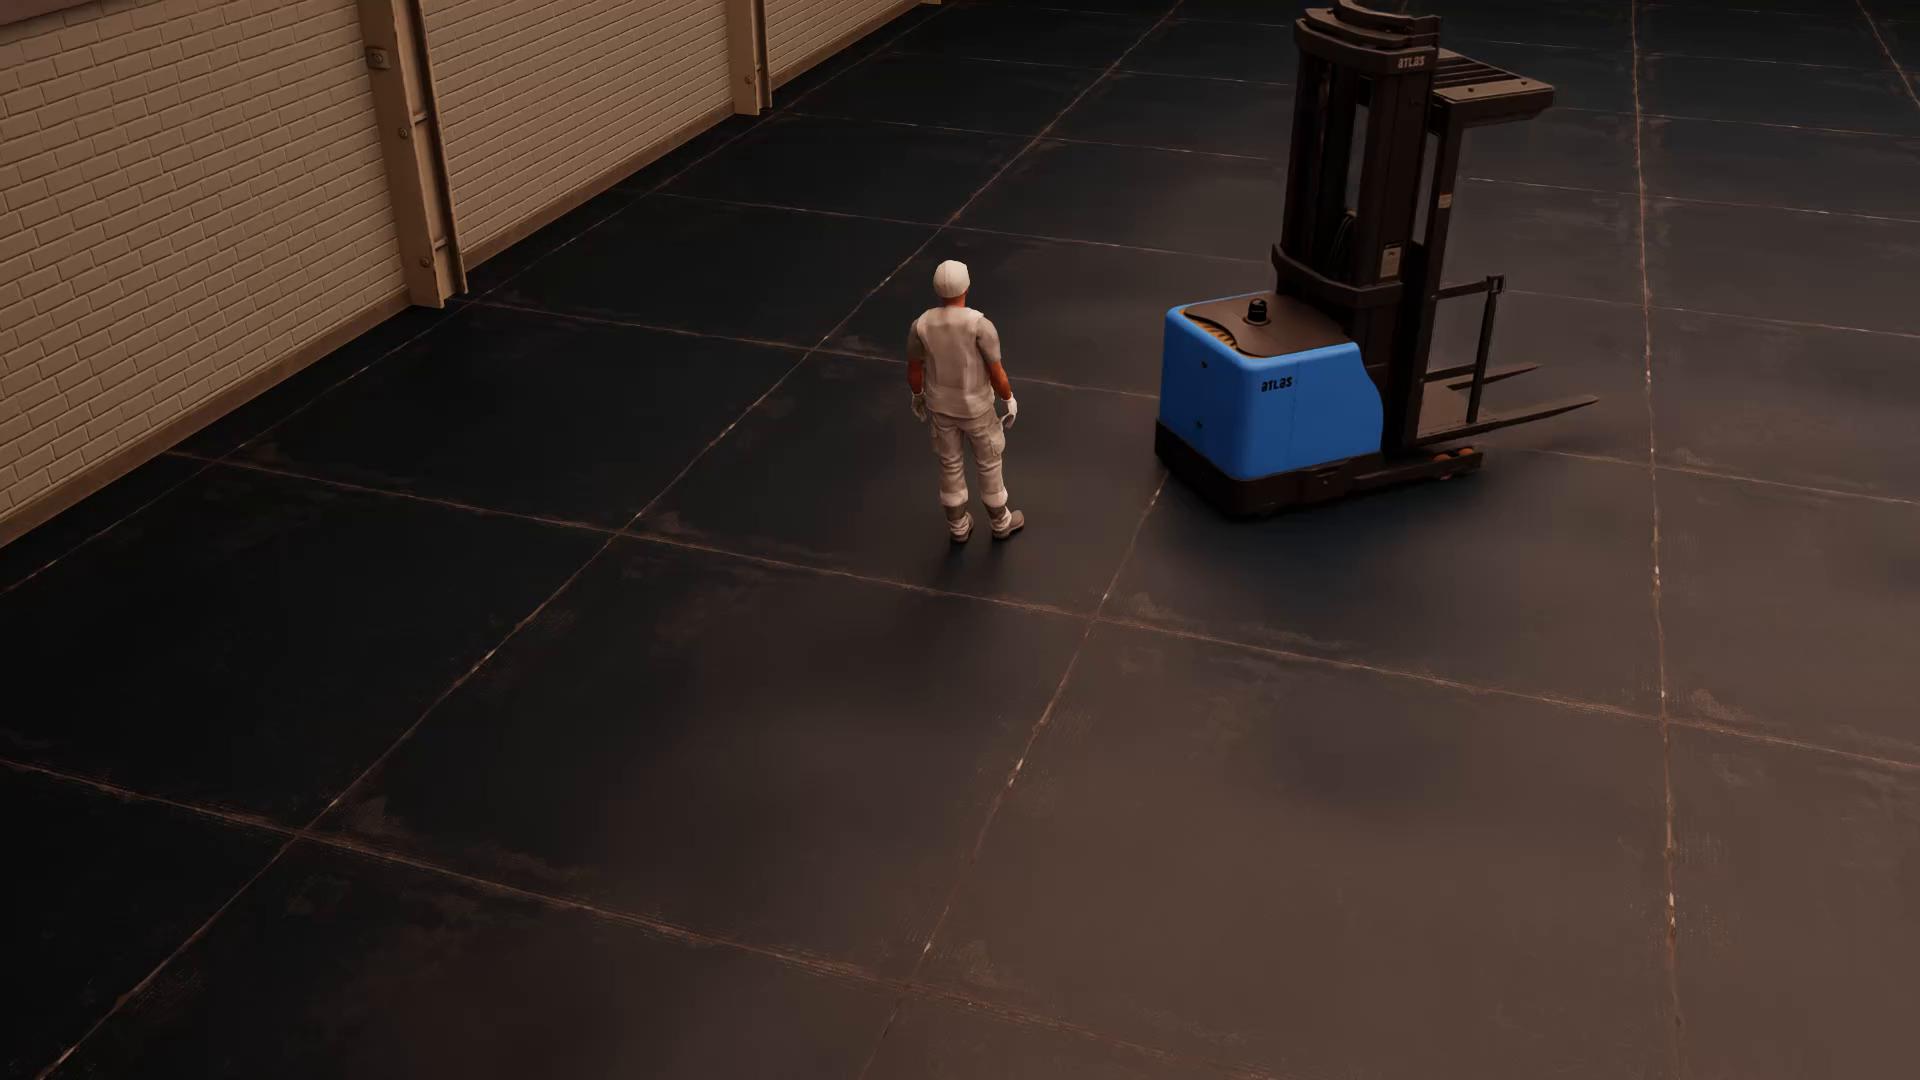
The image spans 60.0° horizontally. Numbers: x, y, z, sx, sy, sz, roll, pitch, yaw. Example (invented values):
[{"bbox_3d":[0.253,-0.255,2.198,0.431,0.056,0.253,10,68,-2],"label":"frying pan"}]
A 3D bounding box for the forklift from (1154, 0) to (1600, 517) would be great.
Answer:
[{"bbox_3d":[2.846,-1.889,10.450,3.031,2.935,1.130,-12,32,-21],"label":"forklift"}]

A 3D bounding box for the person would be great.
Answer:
[{"bbox_3d":[0.037,-0.819,9.712,0.638,1.787,0.564,10,31,16],"label":"person"}]
